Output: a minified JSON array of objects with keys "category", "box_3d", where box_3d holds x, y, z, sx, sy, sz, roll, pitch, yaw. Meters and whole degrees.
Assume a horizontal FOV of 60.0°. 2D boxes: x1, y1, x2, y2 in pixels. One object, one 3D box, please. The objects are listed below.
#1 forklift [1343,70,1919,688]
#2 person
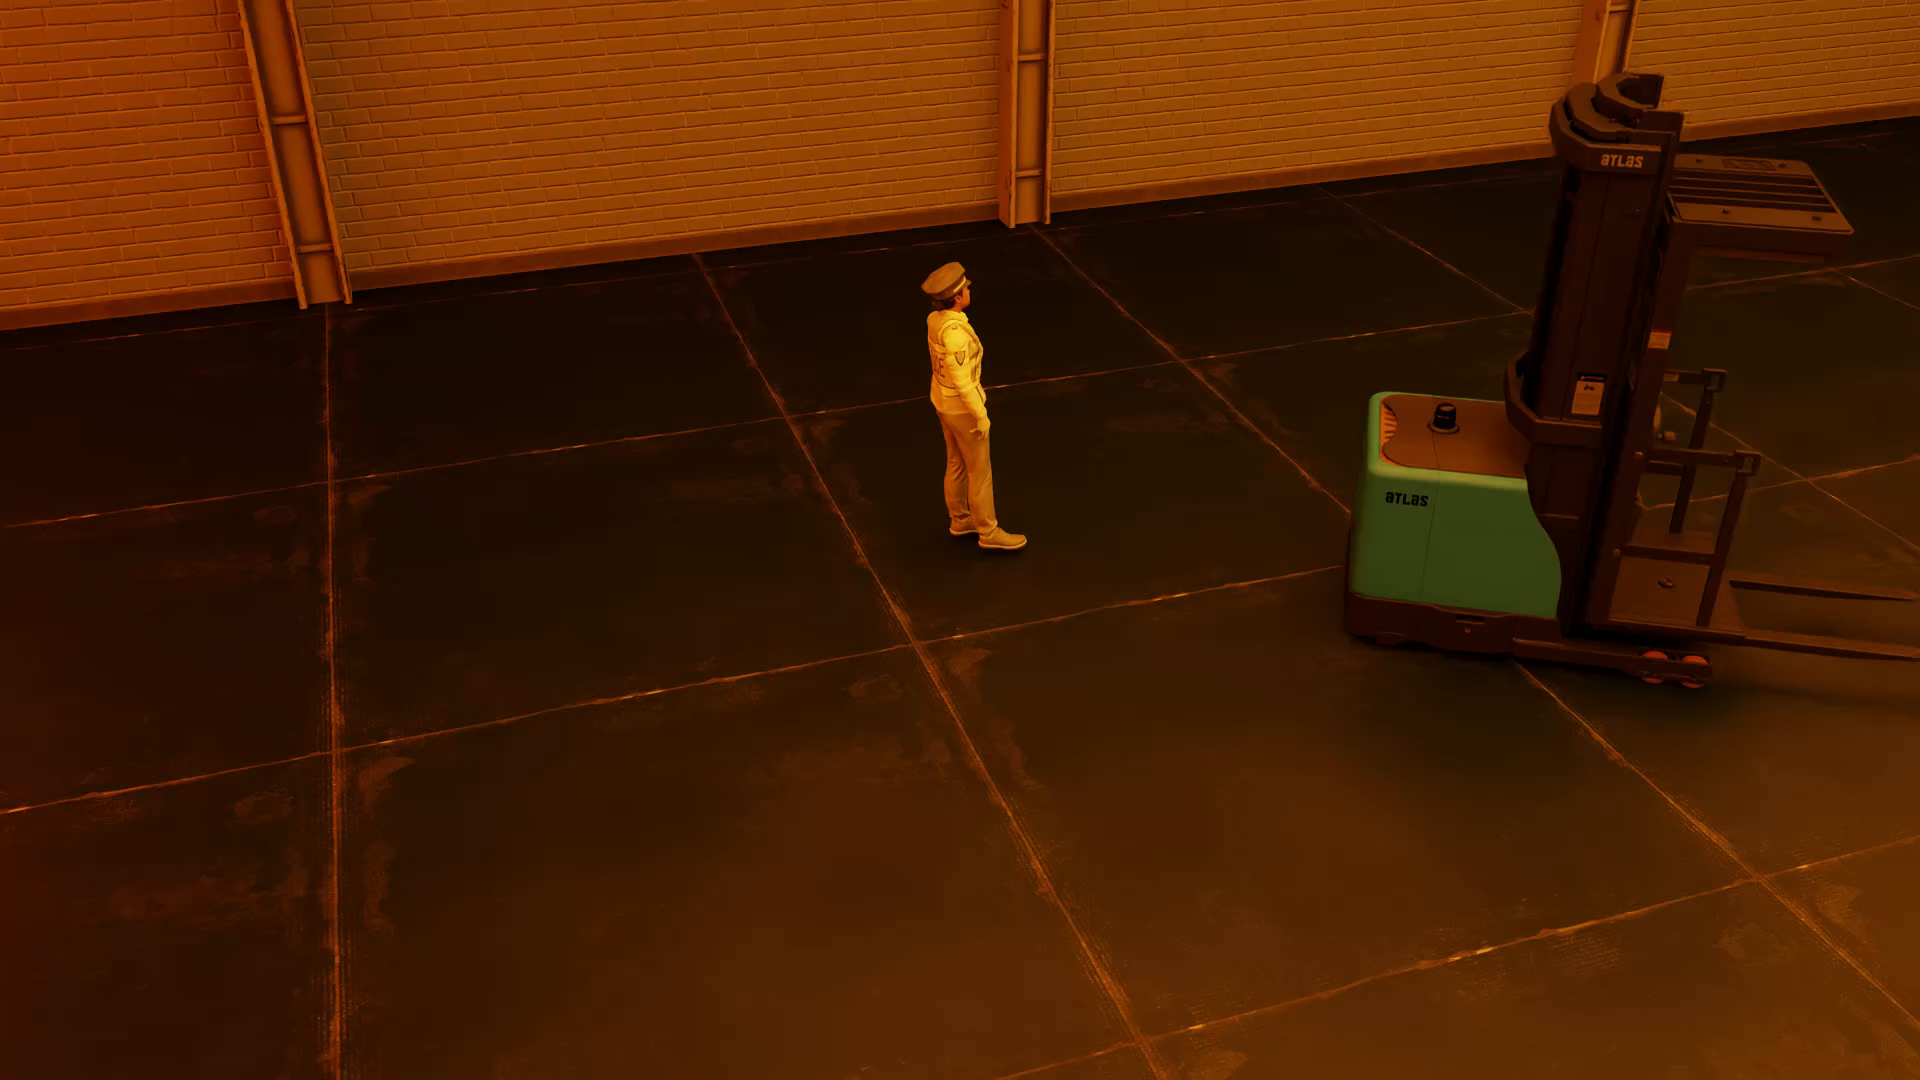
[{"category":"forklift","box_3d":[3.663,-0.790,8.460,3.031,2.935,1.130,6,31,11]},{"category":"person","box_3d":[0.065,-0.783,9.593,0.534,1.696,0.587,-10,31,-16]}]
